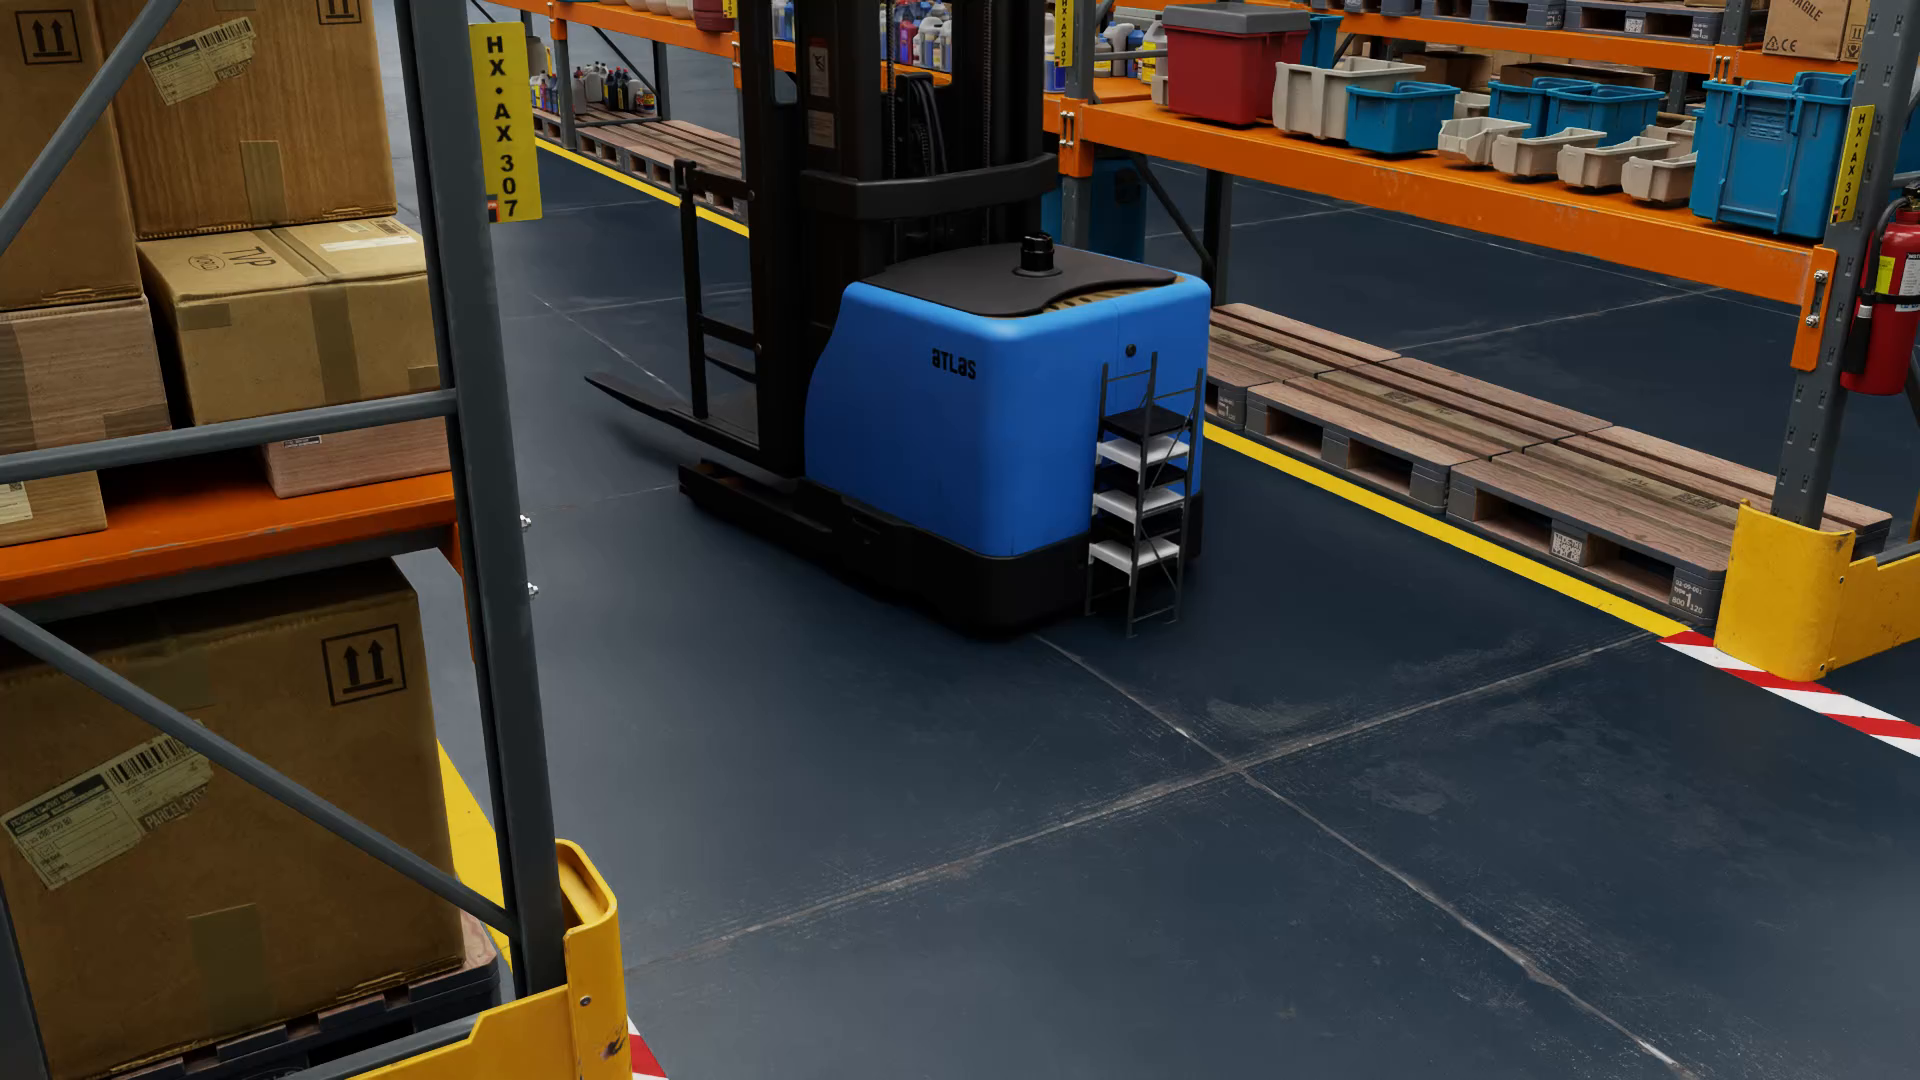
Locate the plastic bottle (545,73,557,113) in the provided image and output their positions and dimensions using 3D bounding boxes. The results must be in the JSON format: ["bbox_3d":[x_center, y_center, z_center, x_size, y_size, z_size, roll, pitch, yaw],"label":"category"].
[{"bbox_3d":[-3.791,-4.184,15.554,0.144,0.351,0.185,-14,26,-31],"label":"plastic bottle"}]

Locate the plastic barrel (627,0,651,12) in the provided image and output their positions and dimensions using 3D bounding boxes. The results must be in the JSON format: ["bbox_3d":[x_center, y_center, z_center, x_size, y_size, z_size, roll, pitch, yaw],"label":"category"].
[{"bbox_3d":[-2.442,-4.465,13.133,0.433,0.535,0.433,0,22,0],"label":"plastic barrel"}]

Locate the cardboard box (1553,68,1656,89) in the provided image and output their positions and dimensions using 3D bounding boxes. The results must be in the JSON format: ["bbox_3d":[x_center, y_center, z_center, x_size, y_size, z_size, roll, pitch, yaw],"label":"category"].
[{"bbox_3d":[4.682,-3.274,12.122,0.500,0.250,0.500,-13,25,-28],"label":"cardboard box"}]

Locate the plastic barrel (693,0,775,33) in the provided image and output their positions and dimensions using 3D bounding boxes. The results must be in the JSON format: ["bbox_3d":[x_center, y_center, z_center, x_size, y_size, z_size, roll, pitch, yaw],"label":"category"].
[{"bbox_3d":[-1.571,-3.852,11.624,0.600,0.536,0.708,-13,25,-28],"label":"plastic barrel"}]

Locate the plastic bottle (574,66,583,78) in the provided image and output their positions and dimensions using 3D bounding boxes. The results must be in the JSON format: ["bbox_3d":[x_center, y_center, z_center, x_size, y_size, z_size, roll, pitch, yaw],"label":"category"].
[{"bbox_3d":[-3.831,-4.614,16.703,0.061,0.283,0.133,-13,25,-28],"label":"plastic bottle"}]

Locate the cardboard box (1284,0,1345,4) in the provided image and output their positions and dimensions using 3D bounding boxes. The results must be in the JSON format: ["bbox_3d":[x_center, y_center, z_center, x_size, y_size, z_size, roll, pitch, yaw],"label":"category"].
[{"bbox_3d":[3.039,-4.733,14.091,0.500,0.311,0.500,-11,25,-25],"label":"cardboard box"}]

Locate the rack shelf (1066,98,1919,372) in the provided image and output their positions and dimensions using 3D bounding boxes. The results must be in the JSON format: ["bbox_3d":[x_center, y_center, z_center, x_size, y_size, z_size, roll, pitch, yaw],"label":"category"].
[{"bbox_3d":[1.991,-1.421,6.780,1.077,0.370,4.000,-13,25,-28],"label":"rack shelf"}]

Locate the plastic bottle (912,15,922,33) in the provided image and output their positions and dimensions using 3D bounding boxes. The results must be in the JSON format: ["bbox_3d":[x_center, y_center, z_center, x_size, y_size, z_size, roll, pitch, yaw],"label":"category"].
[{"bbox_3d":[-0.239,-2.895,9.622,0.097,0.271,0.097,0,22,0],"label":"plastic bottle"}]

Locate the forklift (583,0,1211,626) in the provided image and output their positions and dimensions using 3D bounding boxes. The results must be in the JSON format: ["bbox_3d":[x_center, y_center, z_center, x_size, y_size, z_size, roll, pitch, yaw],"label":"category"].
[{"bbox_3d":[-0.472,-1.553,6.239,1.130,2.935,3.031,-18,28,-37],"label":"forklift"}]

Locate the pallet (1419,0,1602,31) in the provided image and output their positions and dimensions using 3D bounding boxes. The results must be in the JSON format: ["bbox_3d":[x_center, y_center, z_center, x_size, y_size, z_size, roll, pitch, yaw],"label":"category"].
[{"bbox_3d":[4.184,-3.931,12.254,1.003,0.211,1.213,-13,25,-28],"label":"pallet"}]

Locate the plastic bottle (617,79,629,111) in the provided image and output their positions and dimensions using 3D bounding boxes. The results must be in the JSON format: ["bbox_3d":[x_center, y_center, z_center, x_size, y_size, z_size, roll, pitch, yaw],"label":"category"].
[{"bbox_3d":[-3.183,-4.203,15.692,0.061,0.283,0.133,-13,25,-28],"label":"plastic bottle"}]

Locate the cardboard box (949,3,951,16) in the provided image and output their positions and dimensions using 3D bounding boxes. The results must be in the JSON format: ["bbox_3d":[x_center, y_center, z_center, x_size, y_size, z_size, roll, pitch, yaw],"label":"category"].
[{"bbox_3d":[0.215,-5.645,18.313,0.500,0.500,0.500,-13,25,-28],"label":"cardboard box"}]

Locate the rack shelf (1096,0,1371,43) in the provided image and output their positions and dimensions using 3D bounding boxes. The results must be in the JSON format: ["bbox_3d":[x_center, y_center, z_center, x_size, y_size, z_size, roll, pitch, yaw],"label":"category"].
[{"bbox_3d":[2.165,-4.963,15.492,1.077,0.370,4.000,-13,25,-28],"label":"rack shelf"}]

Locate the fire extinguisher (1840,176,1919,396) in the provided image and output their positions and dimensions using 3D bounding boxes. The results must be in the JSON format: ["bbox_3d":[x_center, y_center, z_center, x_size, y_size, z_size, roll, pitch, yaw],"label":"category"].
[{"bbox_3d":[2.699,-0.762,4.801,0.296,0.674,0.183,-13,25,-28],"label":"fire extinguisher"}]

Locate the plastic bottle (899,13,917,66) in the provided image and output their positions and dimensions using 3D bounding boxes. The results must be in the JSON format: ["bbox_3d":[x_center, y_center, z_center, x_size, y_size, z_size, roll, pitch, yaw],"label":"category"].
[{"bbox_3d":[-0.298,-2.880,9.568,0.061,0.283,0.133,-13,25,-28],"label":"plastic bottle"}]

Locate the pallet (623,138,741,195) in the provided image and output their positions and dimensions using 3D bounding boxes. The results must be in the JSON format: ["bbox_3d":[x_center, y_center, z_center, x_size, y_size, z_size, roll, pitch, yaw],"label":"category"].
[{"bbox_3d":[-2.055,-3.058,13.554,1.003,0.211,1.213,-13,25,-28],"label":"pallet"}]

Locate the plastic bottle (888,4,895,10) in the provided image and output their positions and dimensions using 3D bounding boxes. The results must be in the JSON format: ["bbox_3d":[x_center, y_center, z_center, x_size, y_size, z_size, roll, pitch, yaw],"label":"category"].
[{"bbox_3d":[-0.457,-3.515,11.240,0.097,0.201,0.097,0,22,0],"label":"plastic bottle"}]

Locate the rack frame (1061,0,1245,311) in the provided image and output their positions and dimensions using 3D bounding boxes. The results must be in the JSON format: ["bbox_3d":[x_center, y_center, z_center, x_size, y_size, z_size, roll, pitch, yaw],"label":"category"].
[{"bbox_3d":[0.970,-2.402,8.237,1.000,3.000,0.127,-13,25,-28],"label":"rack frame"}]

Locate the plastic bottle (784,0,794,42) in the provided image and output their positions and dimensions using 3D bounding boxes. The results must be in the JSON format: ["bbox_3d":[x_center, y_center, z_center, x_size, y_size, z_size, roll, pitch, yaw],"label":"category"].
[{"bbox_3d":[-1.095,-3.392,10.845,0.097,0.271,0.097,0,22,0],"label":"plastic bottle"}]

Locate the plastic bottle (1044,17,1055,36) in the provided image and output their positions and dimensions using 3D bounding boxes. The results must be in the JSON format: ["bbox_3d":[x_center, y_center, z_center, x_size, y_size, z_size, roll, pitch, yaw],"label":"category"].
[{"bbox_3d":[0.457,-2.838,9.475,0.152,0.276,0.135,-13,25,-28],"label":"plastic bottle"}]

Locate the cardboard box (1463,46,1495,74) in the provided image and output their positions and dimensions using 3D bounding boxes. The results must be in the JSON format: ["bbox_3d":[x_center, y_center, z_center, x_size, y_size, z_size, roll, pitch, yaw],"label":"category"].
[{"bbox_3d":[6.098,-5.550,18.719,0.700,0.500,0.500,-13,26,-29],"label":"cardboard box"}]

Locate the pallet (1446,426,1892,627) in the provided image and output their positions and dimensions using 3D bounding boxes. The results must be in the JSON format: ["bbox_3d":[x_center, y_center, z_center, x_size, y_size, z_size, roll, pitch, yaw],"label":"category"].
[{"bbox_3d":[2.625,-0.090,6.252,1.003,0.211,1.213,-13,25,-28],"label":"pallet"}]

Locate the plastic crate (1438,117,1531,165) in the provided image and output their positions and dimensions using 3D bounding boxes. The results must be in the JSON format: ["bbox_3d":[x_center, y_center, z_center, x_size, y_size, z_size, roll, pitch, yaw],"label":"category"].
[{"bbox_3d":[1.975,-1.516,6.329,0.298,0.136,0.250,-13,25,-28],"label":"plastic crate"}]

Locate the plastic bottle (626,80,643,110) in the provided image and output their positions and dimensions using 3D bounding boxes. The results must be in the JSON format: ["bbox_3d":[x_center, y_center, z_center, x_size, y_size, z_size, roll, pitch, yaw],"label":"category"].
[{"bbox_3d":[-3.091,-4.221,15.745,0.152,0.276,0.135,-12,25,-26],"label":"plastic bottle"}]

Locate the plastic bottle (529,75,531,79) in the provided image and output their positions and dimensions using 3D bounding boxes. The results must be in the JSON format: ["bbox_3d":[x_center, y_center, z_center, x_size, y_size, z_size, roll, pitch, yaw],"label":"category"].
[{"bbox_3d":[-4.172,-4.371,16.120,0.097,0.271,0.097,0,22,0],"label":"plastic bottle"}]

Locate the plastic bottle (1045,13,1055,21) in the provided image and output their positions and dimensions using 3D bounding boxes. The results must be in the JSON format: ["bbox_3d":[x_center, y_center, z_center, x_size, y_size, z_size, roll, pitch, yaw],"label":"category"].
[{"bbox_3d":[0.469,-2.942,9.732,0.152,0.276,0.135,-13,25,-28],"label":"plastic bottle"}]

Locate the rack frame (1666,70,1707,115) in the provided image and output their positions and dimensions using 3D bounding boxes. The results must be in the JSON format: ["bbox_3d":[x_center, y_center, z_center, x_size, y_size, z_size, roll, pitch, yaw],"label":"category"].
[{"bbox_3d":[7.444,-5.602,16.111,1.000,3.000,0.127,-13,25,-28],"label":"rack frame"}]

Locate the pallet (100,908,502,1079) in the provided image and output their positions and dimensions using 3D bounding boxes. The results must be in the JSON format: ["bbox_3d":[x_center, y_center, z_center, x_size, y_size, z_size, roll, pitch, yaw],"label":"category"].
[{"bbox_3d":[-1.721,0.894,3.833,1.003,0.211,1.213,-13,25,-28],"label":"pallet"}]

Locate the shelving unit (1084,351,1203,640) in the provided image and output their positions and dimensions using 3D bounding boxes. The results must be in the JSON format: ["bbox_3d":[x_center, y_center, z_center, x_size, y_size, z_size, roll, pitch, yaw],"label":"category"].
[{"bbox_3d":[0.595,-0.142,5.451,0.258,0.900,0.210,-17,31,-35],"label":"shelving unit"}]

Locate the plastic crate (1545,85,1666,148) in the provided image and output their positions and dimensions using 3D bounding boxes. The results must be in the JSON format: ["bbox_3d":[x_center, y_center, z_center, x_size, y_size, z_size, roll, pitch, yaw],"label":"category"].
[{"bbox_3d":[2.497,-1.627,6.473,0.416,0.233,0.300,-13,25,-28],"label":"plastic crate"}]

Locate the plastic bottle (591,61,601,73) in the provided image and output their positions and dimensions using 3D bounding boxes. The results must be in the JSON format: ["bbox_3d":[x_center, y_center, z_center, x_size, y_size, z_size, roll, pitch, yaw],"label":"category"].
[{"bbox_3d":[-3.581,-4.568,16.501,0.144,0.351,0.185,-11,25,-26],"label":"plastic bottle"}]

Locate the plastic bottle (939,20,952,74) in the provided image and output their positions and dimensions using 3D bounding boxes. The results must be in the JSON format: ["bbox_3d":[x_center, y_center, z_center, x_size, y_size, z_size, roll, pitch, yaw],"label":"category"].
[{"bbox_3d":[-0.022,-2.735,9.222,0.152,0.276,0.135,-13,25,-28],"label":"plastic bottle"}]

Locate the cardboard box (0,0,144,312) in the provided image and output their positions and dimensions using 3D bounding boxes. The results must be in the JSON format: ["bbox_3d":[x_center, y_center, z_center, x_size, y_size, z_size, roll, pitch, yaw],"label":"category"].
[{"bbox_3d":[-1.720,-0.677,2.803,0.500,0.500,0.500,-12,25,-28],"label":"cardboard box"}]

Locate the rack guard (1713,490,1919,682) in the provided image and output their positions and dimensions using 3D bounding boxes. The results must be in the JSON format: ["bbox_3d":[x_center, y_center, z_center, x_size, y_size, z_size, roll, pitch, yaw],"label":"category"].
[{"bbox_3d":[3.037,0.056,5.510,1.175,0.500,0.348,-13,25,-28],"label":"rack guard"}]

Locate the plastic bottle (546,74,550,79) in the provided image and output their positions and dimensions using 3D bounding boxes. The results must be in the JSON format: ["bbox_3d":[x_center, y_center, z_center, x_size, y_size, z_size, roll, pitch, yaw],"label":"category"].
[{"bbox_3d":[-3.945,-4.331,16.006,0.061,0.283,0.133,-13,25,-28],"label":"plastic bottle"}]

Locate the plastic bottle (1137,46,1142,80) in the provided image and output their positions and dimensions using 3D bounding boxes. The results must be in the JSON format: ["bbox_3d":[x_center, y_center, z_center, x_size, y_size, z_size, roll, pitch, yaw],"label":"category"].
[{"bbox_3d":[1.007,-2.588,8.958,0.097,0.201,0.097,0,22,0],"label":"plastic bottle"}]

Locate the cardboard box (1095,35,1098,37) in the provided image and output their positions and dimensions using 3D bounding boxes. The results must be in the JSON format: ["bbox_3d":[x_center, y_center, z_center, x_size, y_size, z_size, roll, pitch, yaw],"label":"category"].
[{"bbox_3d":[1.597,-5.048,17.096,0.500,0.311,0.500,-13,25,-28],"label":"cardboard box"}]

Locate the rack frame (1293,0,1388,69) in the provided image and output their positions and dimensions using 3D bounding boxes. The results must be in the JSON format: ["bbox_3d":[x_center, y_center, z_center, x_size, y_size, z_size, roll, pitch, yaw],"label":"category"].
[{"bbox_3d":[3.187,-4.648,13.764,1.000,3.000,0.127,-13,25,-28],"label":"rack frame"}]

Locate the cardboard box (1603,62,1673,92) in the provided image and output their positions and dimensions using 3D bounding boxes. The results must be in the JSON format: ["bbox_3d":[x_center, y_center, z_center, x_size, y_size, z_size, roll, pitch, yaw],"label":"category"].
[{"bbox_3d":[7.031,-4.871,17.048,0.700,0.500,0.500,-12,25,-27],"label":"cardboard box"}]

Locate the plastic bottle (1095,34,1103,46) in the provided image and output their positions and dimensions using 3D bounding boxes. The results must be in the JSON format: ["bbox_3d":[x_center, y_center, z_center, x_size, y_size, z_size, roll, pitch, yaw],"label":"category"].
[{"bbox_3d":[0.789,-2.726,9.298,0.097,0.201,0.097,0,22,0],"label":"plastic bottle"}]

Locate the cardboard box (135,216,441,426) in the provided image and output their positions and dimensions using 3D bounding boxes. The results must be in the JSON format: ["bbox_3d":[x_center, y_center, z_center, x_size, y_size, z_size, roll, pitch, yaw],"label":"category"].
[{"bbox_3d":[-1.258,-0.430,3.190,0.500,0.250,0.500,-13,26,-30],"label":"cardboard box"}]

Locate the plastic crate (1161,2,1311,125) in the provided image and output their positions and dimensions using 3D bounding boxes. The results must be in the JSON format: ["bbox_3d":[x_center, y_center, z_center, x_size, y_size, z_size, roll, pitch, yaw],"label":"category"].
[{"bbox_3d":[1.210,-2.122,7.384,0.402,0.464,0.583,-13,25,-28],"label":"plastic crate"}]

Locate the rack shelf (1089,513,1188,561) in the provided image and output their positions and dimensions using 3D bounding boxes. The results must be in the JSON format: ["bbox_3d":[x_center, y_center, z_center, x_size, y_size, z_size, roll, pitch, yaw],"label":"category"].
[{"bbox_3d":[0.591,-0.030,5.502,0.258,0.077,0.200,-17,31,-35],"label":"rack shelf"}]

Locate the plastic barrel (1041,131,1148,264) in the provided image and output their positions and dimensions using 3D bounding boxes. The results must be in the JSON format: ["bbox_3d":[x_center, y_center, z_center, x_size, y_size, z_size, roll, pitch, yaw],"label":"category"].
[{"bbox_3d":[0.707,-1.804,8.995,0.600,0.901,0.708,-13,25,-28],"label":"plastic barrel"}]

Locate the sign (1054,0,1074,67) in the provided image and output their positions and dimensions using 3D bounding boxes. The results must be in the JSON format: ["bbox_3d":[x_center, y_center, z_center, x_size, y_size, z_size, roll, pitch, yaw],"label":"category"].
[{"bbox_3d":[0.496,-2.425,7.927,0.100,0.325,0.005,-13,25,-28],"label":"sign"}]

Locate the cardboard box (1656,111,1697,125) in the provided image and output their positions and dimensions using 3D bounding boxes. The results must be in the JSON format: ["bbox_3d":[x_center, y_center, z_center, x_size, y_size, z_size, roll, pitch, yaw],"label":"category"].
[{"bbox_3d":[4.910,-2.773,11.886,0.500,0.500,0.500,-12,25,-27],"label":"cardboard box"}]

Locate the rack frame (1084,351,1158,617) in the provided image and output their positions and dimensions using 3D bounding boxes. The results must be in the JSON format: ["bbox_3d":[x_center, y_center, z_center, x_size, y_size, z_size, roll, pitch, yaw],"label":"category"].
[{"bbox_3d":[0.531,-0.177,5.522,0.240,0.900,0.006,-17,31,-35],"label":"rack frame"}]

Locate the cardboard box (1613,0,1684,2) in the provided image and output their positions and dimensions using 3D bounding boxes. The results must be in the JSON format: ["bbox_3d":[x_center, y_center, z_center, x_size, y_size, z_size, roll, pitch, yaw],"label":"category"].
[{"bbox_3d":[4.775,-4.001,11.481,0.700,0.500,0.500,-8,24,-20],"label":"cardboard box"}]
